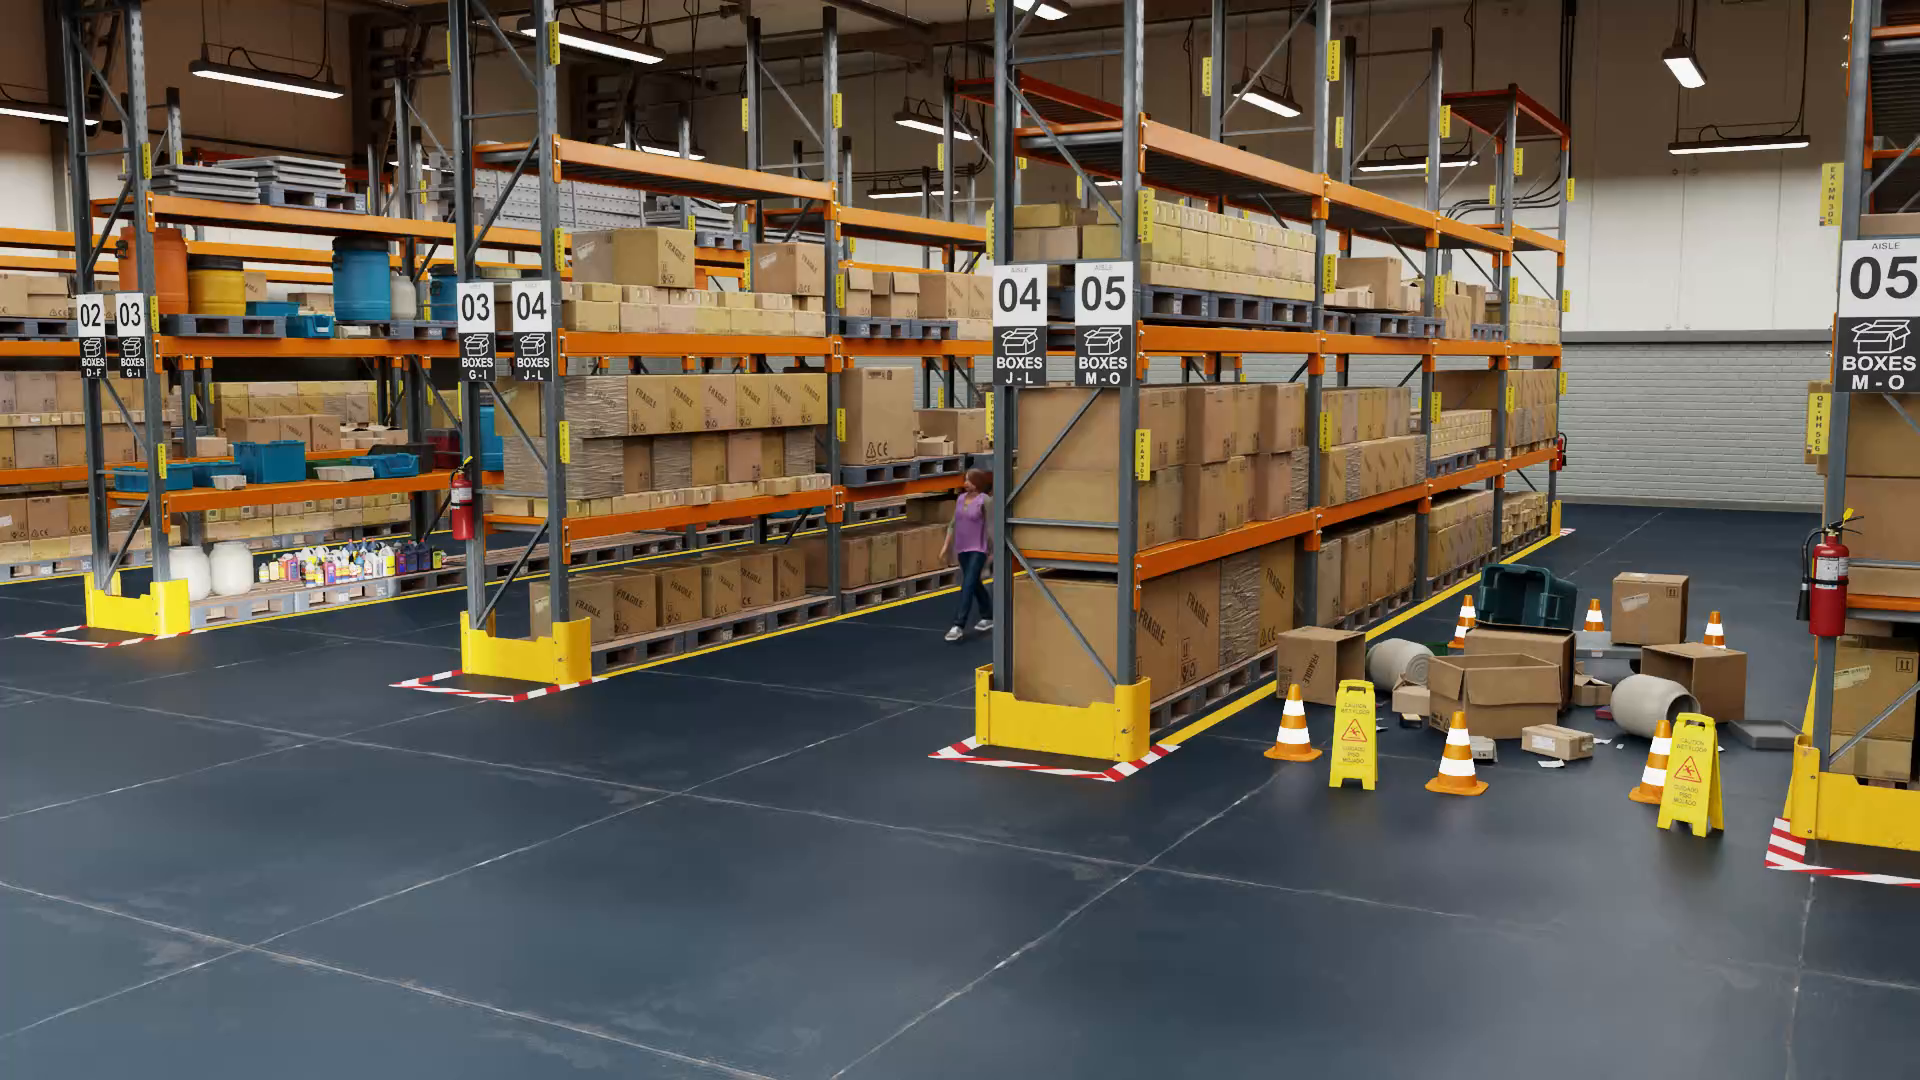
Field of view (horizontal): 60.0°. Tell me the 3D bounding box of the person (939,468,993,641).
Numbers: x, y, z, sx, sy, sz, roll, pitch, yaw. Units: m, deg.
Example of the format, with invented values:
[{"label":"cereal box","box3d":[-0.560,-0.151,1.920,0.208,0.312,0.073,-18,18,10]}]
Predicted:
[{"label":"person","box3d":[0.057,0.115,15.456,0.446,1.535,0.890,5,8,39]}]
